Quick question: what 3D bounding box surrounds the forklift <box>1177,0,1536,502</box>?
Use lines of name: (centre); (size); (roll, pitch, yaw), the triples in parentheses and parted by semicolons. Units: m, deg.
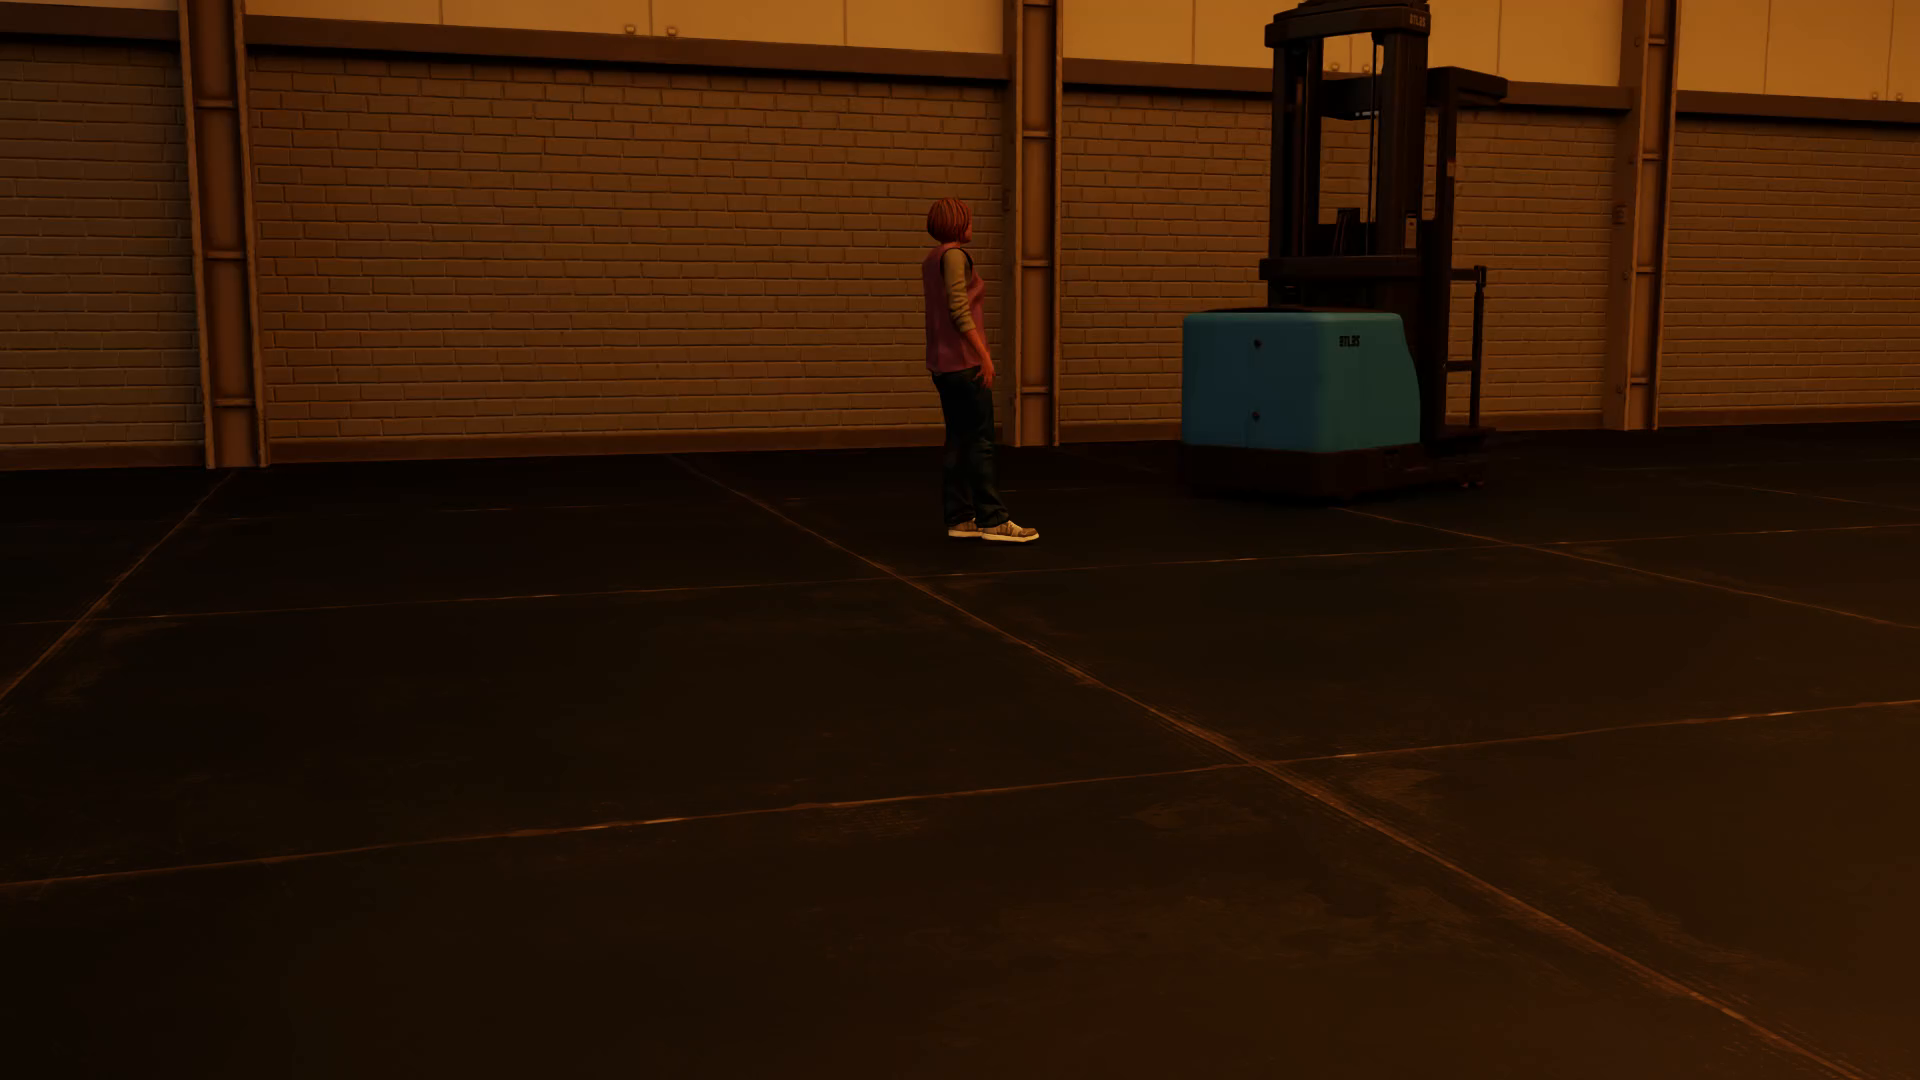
forklift: (2.669, -1.814, 10.385); (1.130, 2.935, 3.031); (7, 11, 43)

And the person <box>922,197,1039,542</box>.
person: (0.075, -0.800, 7.825); (0.473, 1.599, 0.520); (-3, 8, -18)
